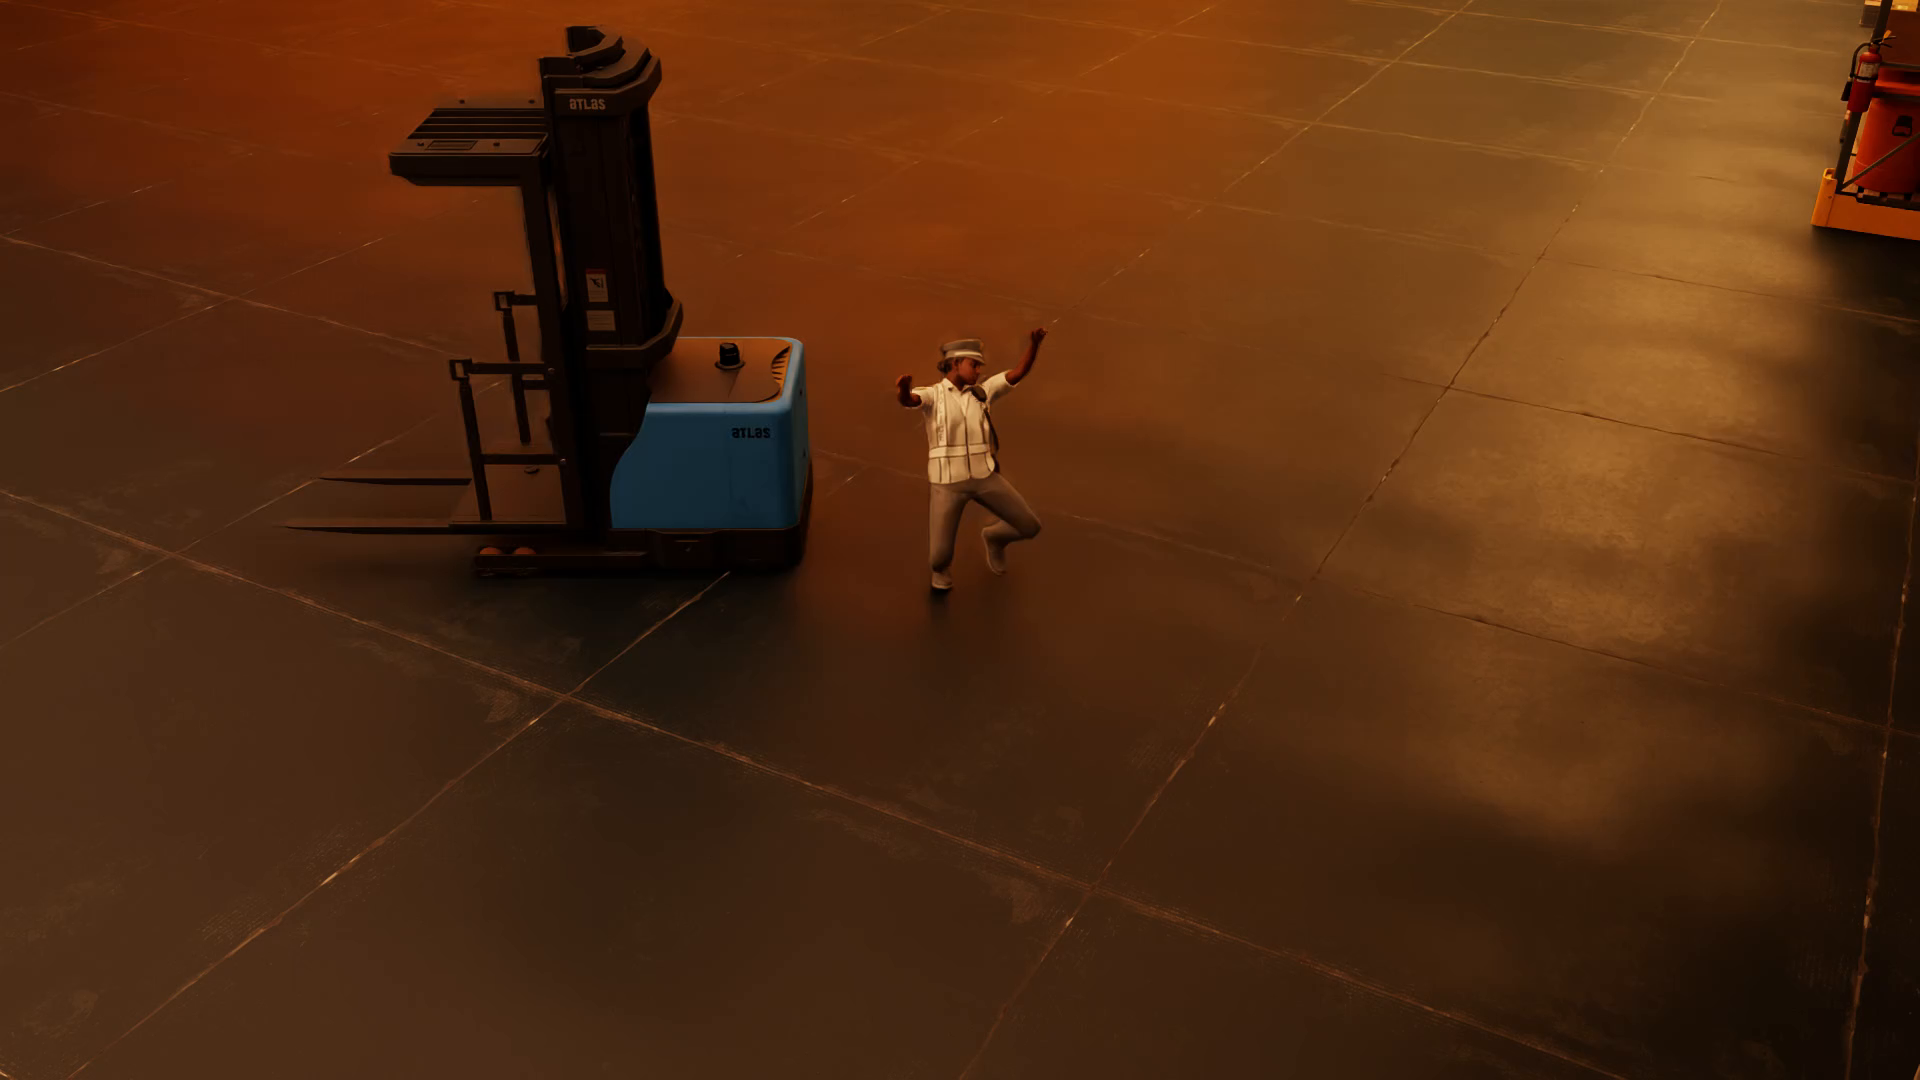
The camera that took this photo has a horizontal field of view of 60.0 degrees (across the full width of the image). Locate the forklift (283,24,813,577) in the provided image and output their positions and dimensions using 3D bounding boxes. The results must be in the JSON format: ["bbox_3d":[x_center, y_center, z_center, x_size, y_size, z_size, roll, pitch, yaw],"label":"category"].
[{"bbox_3d":[-2.435,-1.322,9.362,3.031,2.935,1.130,0,30,0],"label":"forklift"}]

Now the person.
[{"bbox_3d":[-0.024,-0.458,9.208,0.910,1.584,0.727,-12,32,-19],"label":"person"}]
